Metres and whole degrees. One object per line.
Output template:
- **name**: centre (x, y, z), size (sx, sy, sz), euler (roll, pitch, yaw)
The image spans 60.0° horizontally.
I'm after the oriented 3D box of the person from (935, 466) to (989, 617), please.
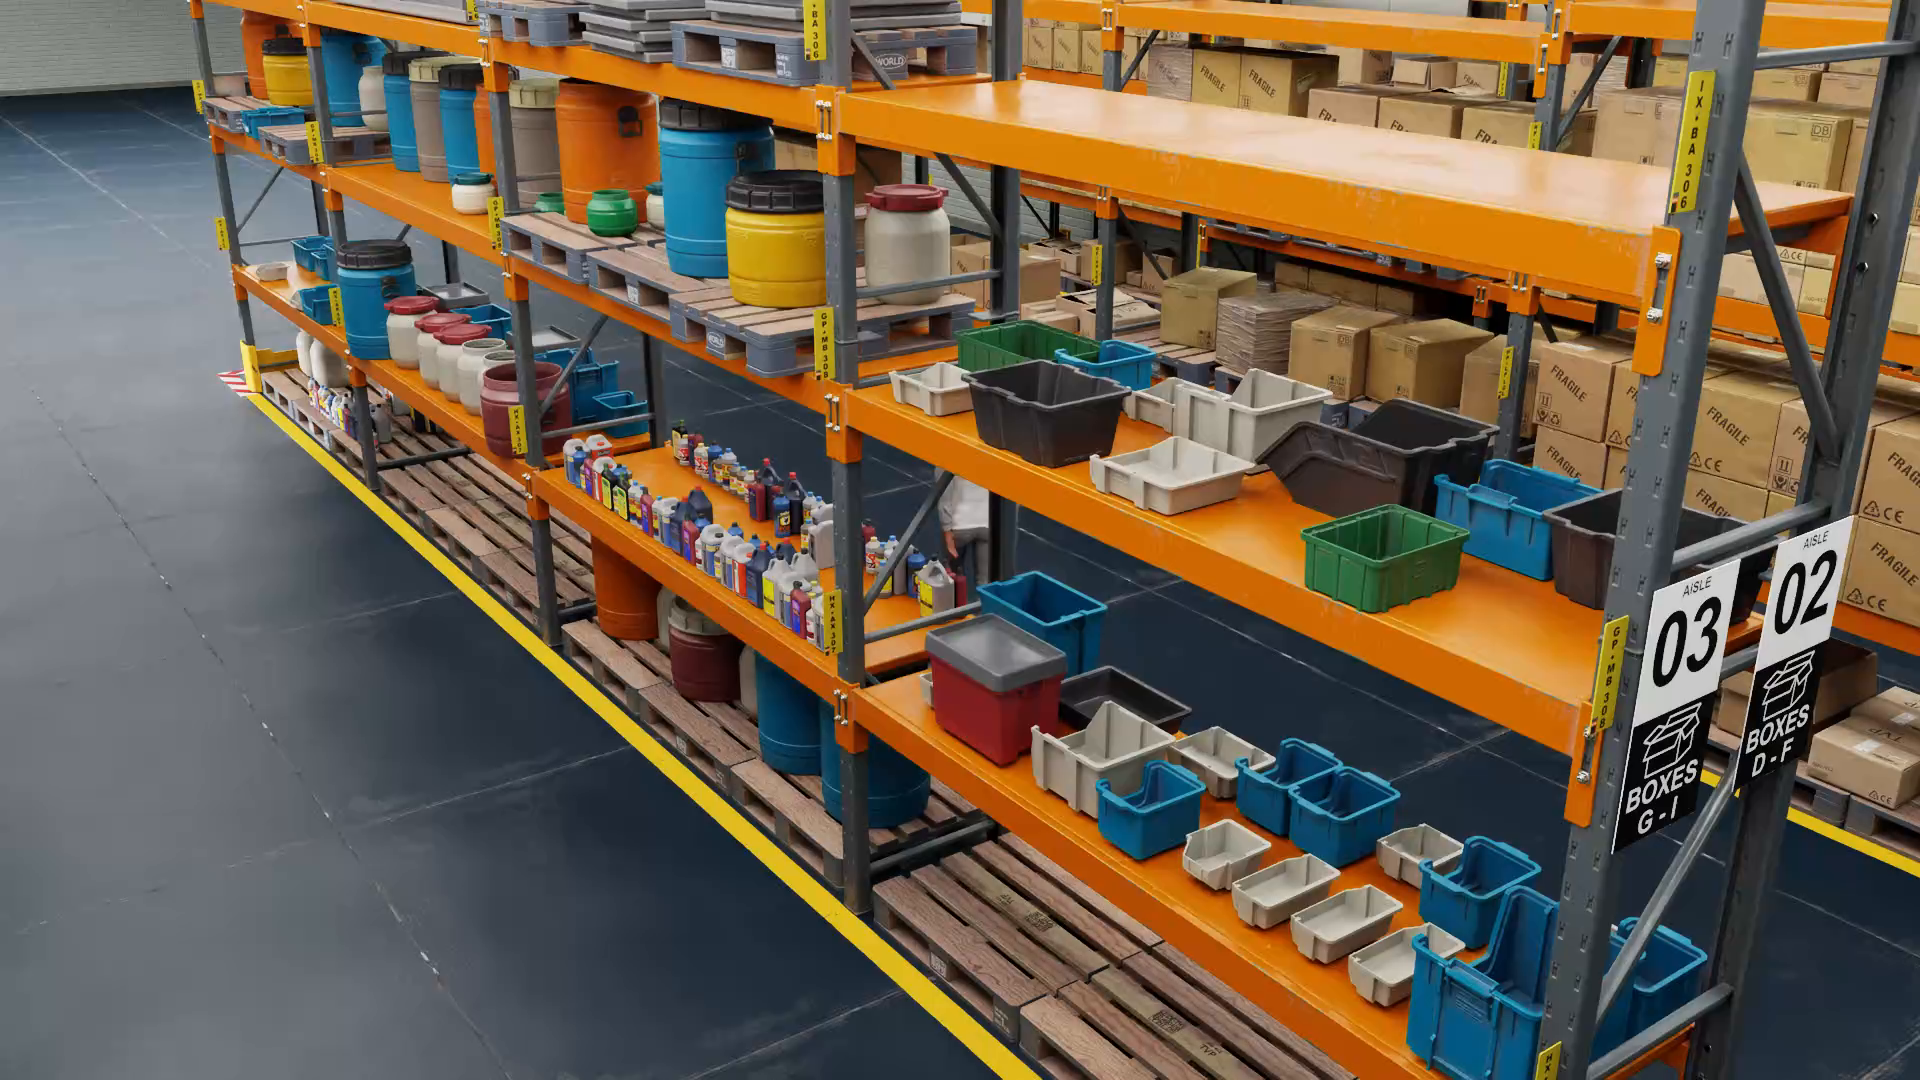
- **person**: centre (0.084, -0.149, 11.449), size (0.532, 1.724, 1.045), euler (-2, 21, -5)
